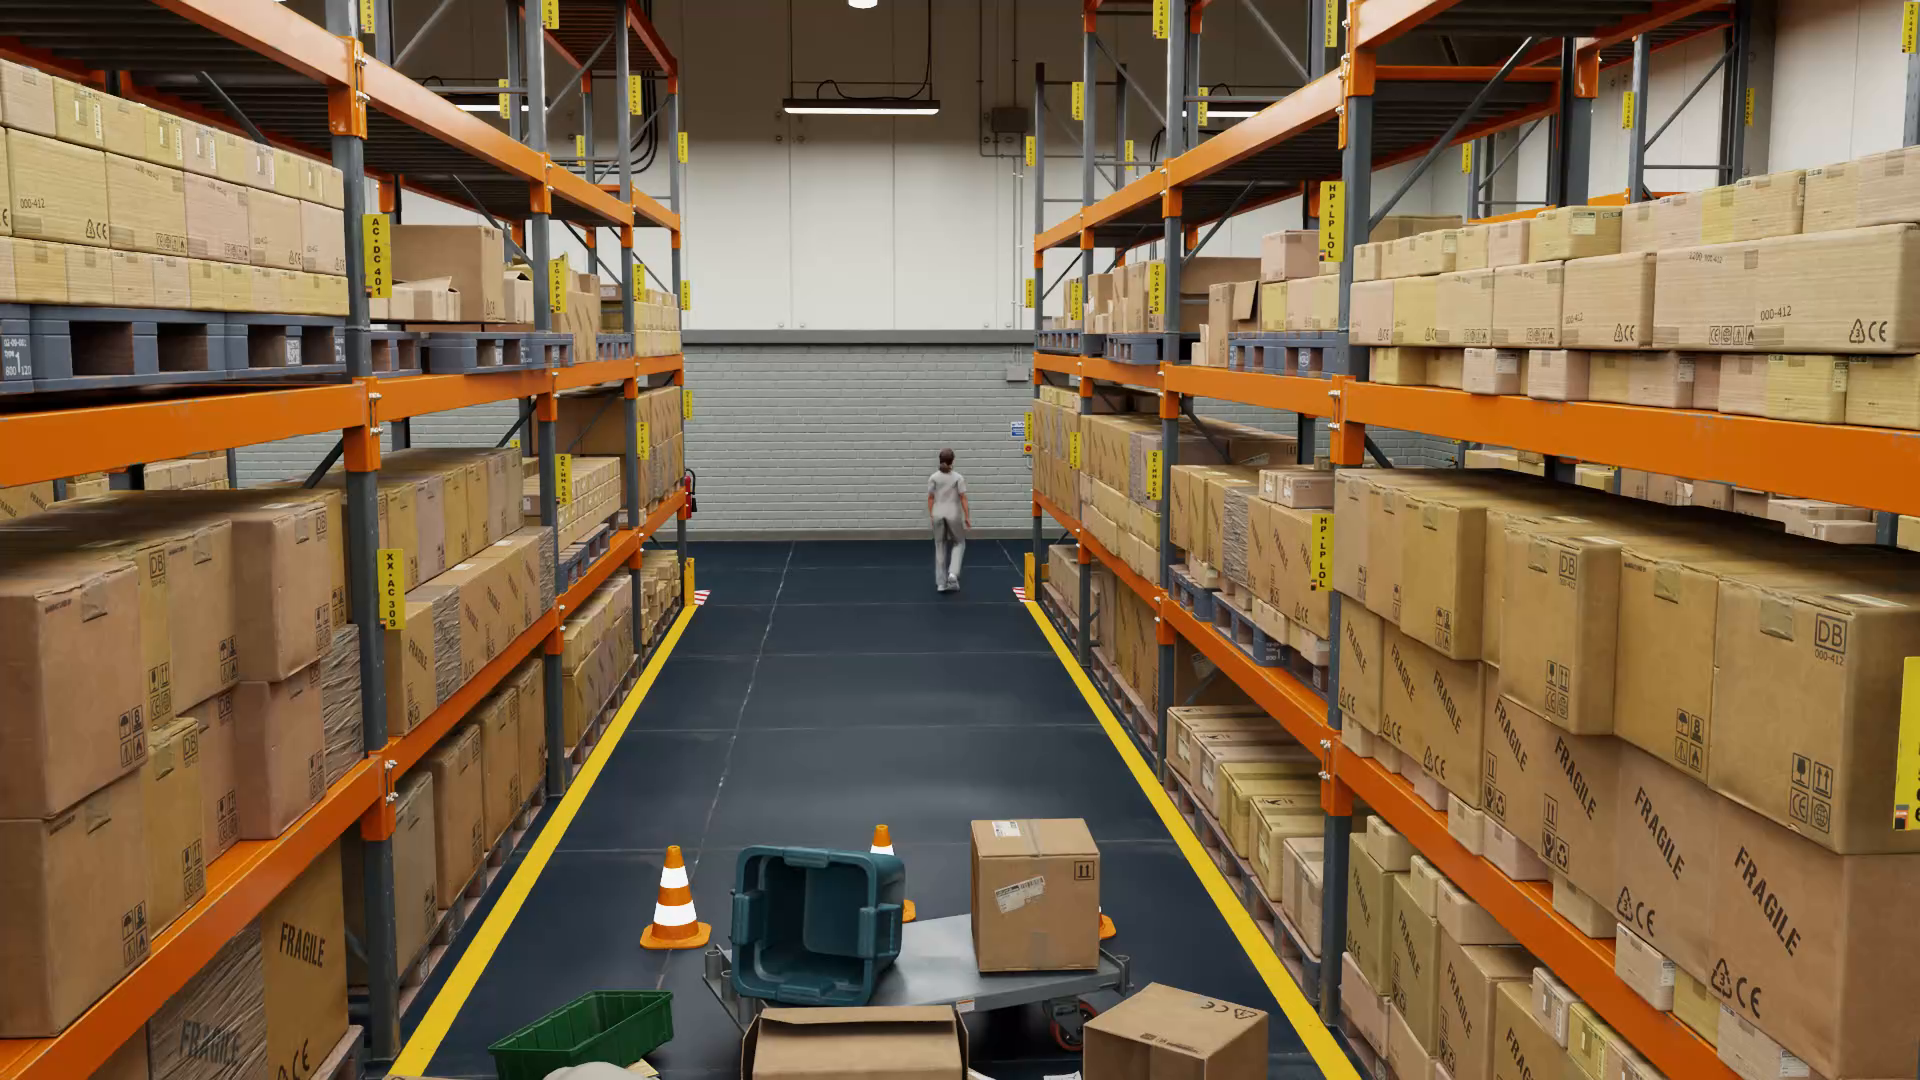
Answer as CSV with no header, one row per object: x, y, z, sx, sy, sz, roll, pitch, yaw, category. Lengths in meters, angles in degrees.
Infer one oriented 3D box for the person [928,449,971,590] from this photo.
-0.125,-0.232,19.616,0.513,1.690,0.427,1,7,5,person
